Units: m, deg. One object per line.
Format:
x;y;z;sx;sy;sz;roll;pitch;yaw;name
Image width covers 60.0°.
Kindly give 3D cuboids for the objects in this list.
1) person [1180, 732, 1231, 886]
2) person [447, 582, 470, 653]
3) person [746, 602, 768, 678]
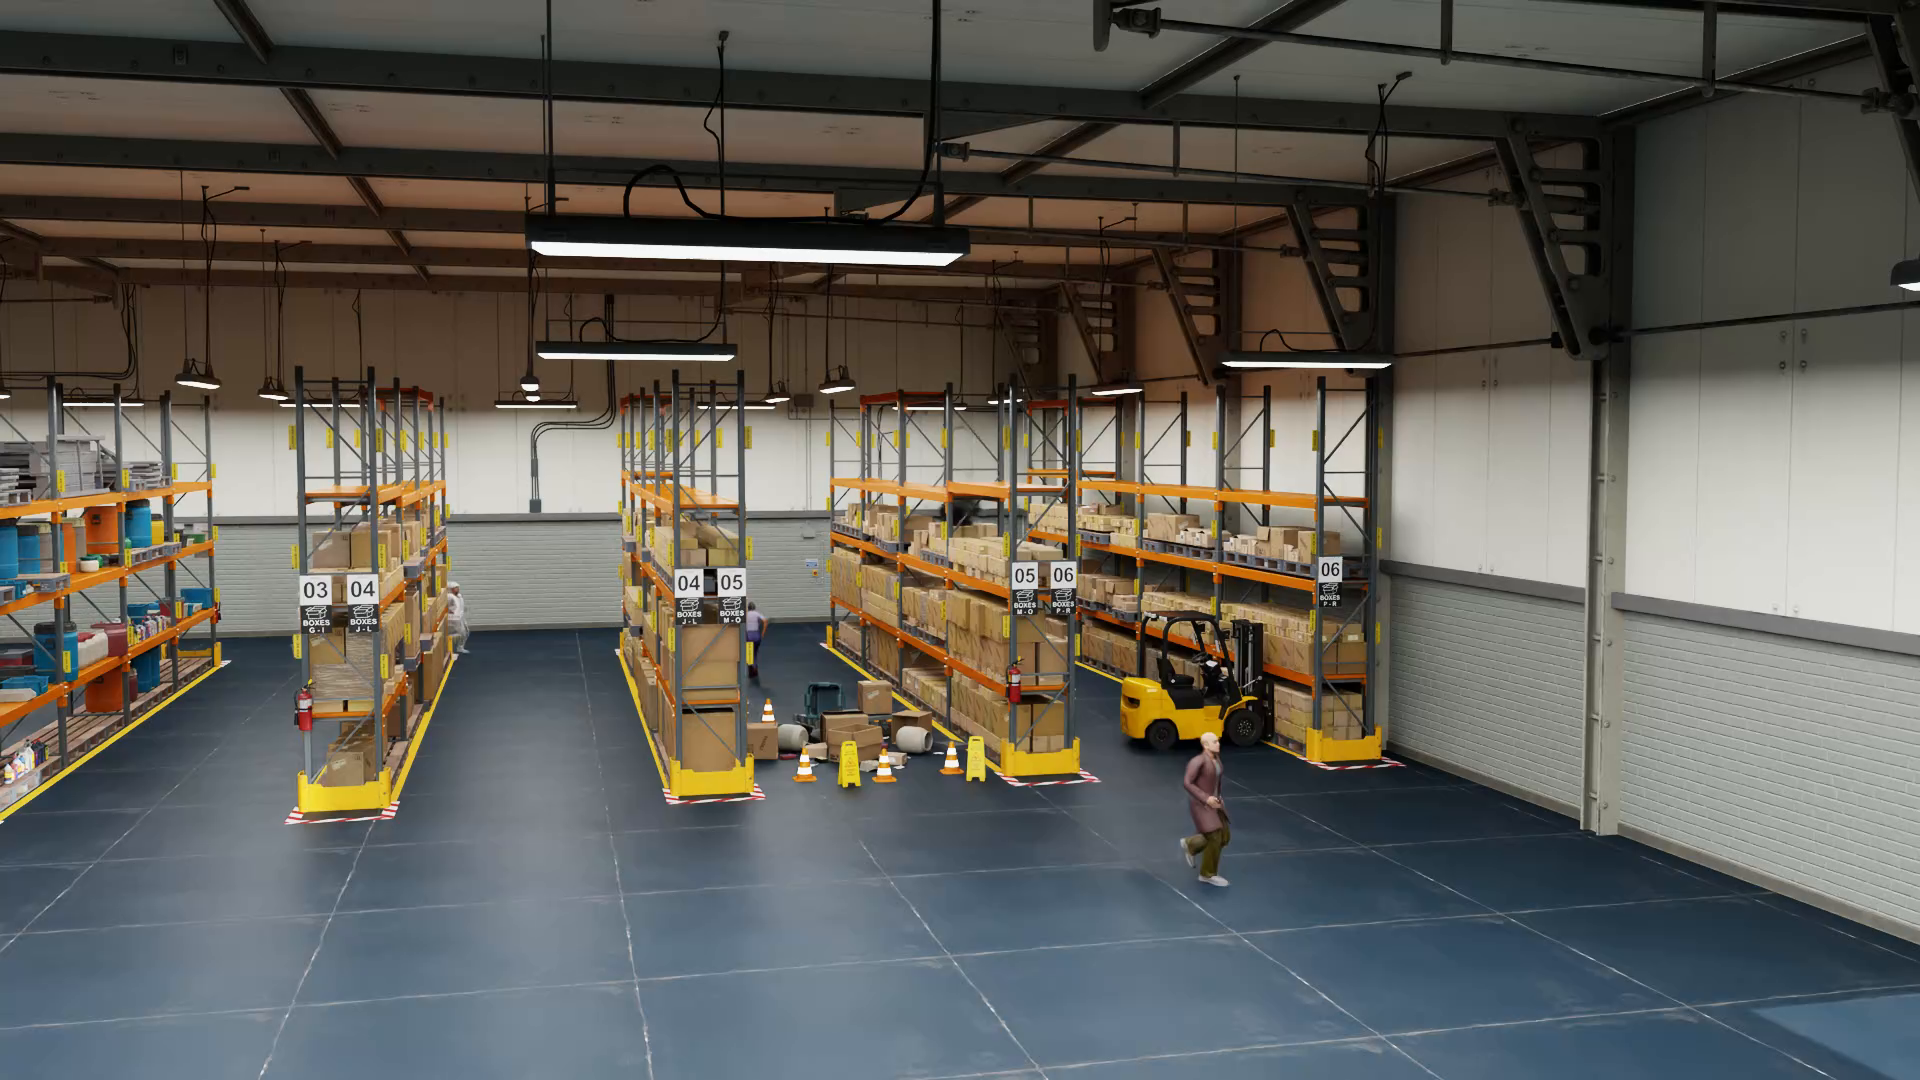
2.736;3.021;18.776;0.627;1.737;0.729;3;4;38;person
-11.871;1.826;39.114;0.578;1.703;0.688;0;3;3;person
-4.338;2.130;34.779;0.609;1.653;1.059;-1;4;-20;person
